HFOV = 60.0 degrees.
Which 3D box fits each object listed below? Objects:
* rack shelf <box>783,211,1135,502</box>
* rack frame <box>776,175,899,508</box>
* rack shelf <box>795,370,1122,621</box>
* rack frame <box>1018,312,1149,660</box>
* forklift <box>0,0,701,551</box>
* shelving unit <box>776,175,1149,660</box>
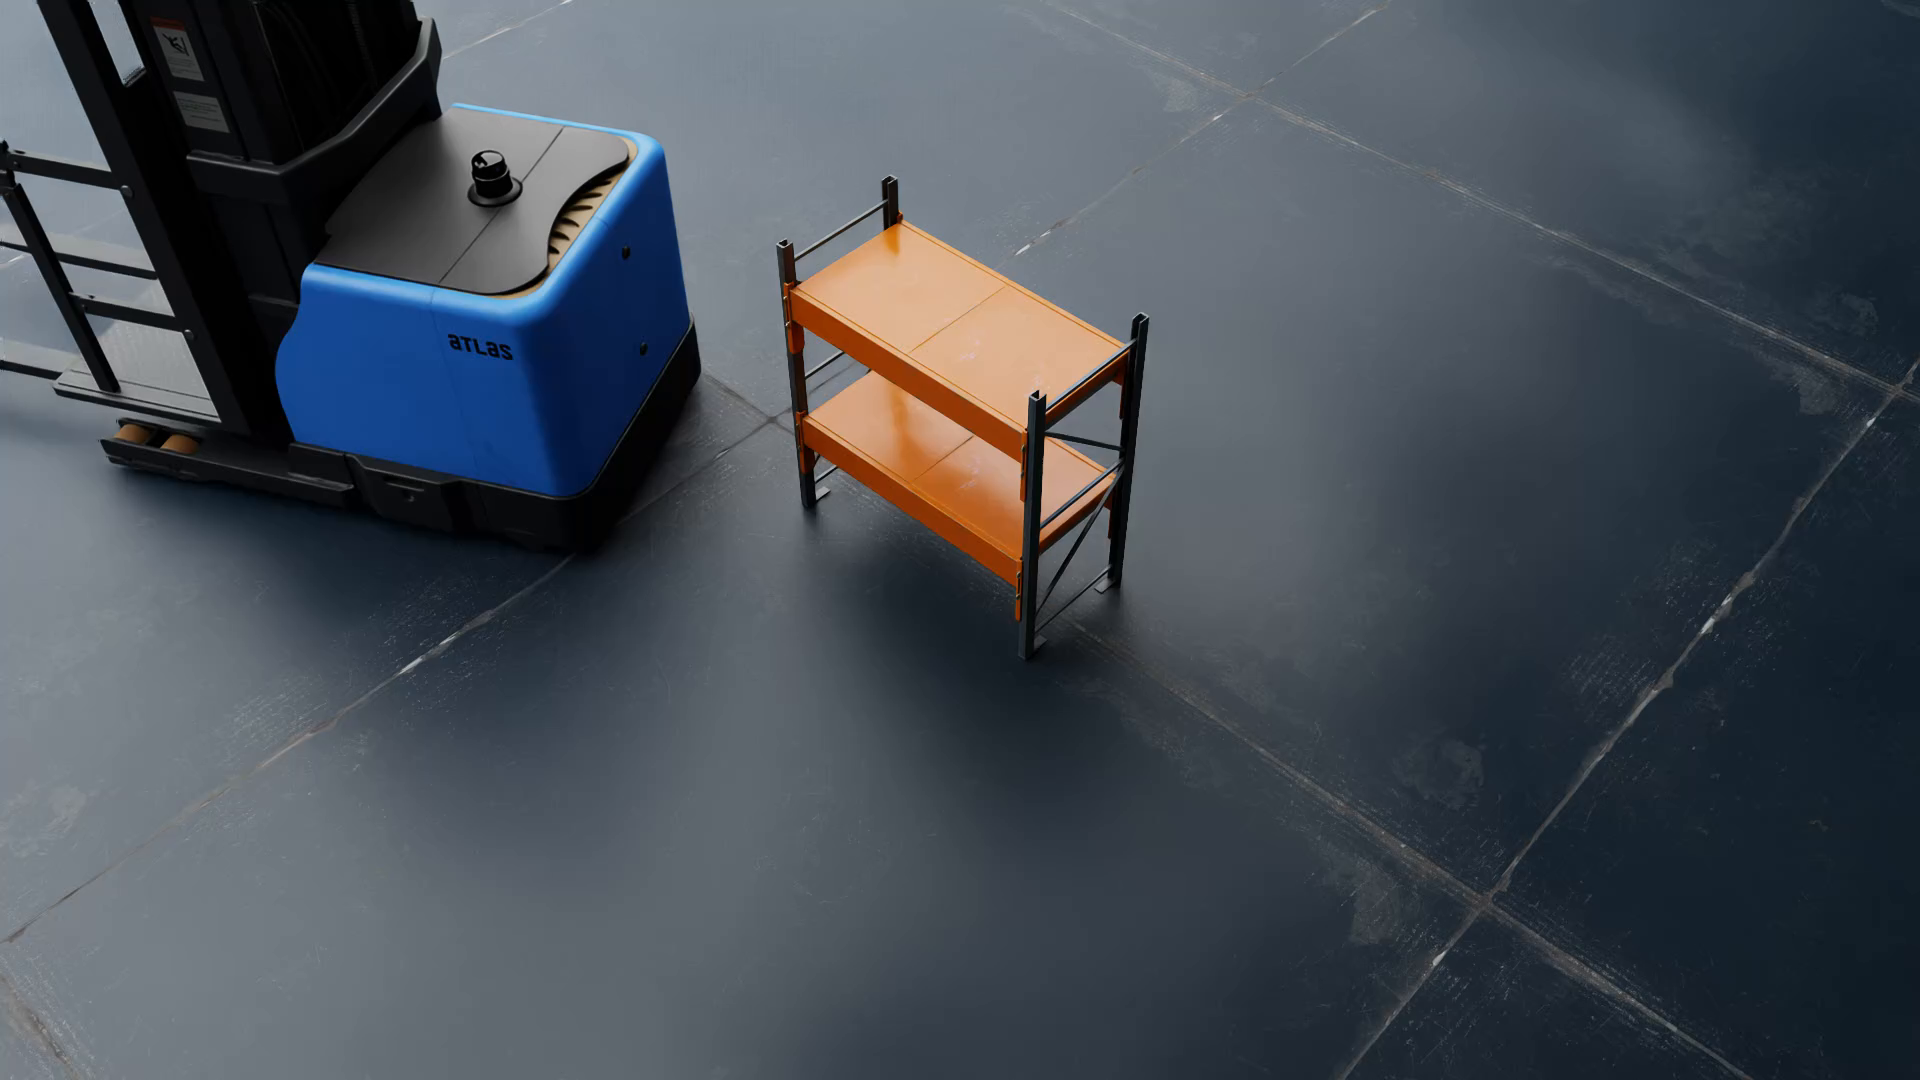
[{"bbox_3d":[-0.005,-0.589,5.130,1.000,0.278,0.538,34,55,28],"label":"rack shelf"},{"bbox_3d":[-0.379,-0.640,5.579,0.032,1.125,0.500,34,55,28],"label":"rack frame"},{"bbox_3d":[-0.005,-0.221,5.521,1.000,0.278,0.538,34,55,28],"label":"rack shelf"},{"bbox_3d":[0.369,-0.137,5.107,0.032,1.125,0.500,34,55,28],"label":"rack frame"},{"bbox_3d":[-2.546,-1.574,5.217,3.031,2.935,1.130,12,48,11],"label":"forklift"},{"bbox_3d":[-0.005,-0.388,5.343,1.048,1.125,0.538,34,55,28],"label":"shelving unit"}]
